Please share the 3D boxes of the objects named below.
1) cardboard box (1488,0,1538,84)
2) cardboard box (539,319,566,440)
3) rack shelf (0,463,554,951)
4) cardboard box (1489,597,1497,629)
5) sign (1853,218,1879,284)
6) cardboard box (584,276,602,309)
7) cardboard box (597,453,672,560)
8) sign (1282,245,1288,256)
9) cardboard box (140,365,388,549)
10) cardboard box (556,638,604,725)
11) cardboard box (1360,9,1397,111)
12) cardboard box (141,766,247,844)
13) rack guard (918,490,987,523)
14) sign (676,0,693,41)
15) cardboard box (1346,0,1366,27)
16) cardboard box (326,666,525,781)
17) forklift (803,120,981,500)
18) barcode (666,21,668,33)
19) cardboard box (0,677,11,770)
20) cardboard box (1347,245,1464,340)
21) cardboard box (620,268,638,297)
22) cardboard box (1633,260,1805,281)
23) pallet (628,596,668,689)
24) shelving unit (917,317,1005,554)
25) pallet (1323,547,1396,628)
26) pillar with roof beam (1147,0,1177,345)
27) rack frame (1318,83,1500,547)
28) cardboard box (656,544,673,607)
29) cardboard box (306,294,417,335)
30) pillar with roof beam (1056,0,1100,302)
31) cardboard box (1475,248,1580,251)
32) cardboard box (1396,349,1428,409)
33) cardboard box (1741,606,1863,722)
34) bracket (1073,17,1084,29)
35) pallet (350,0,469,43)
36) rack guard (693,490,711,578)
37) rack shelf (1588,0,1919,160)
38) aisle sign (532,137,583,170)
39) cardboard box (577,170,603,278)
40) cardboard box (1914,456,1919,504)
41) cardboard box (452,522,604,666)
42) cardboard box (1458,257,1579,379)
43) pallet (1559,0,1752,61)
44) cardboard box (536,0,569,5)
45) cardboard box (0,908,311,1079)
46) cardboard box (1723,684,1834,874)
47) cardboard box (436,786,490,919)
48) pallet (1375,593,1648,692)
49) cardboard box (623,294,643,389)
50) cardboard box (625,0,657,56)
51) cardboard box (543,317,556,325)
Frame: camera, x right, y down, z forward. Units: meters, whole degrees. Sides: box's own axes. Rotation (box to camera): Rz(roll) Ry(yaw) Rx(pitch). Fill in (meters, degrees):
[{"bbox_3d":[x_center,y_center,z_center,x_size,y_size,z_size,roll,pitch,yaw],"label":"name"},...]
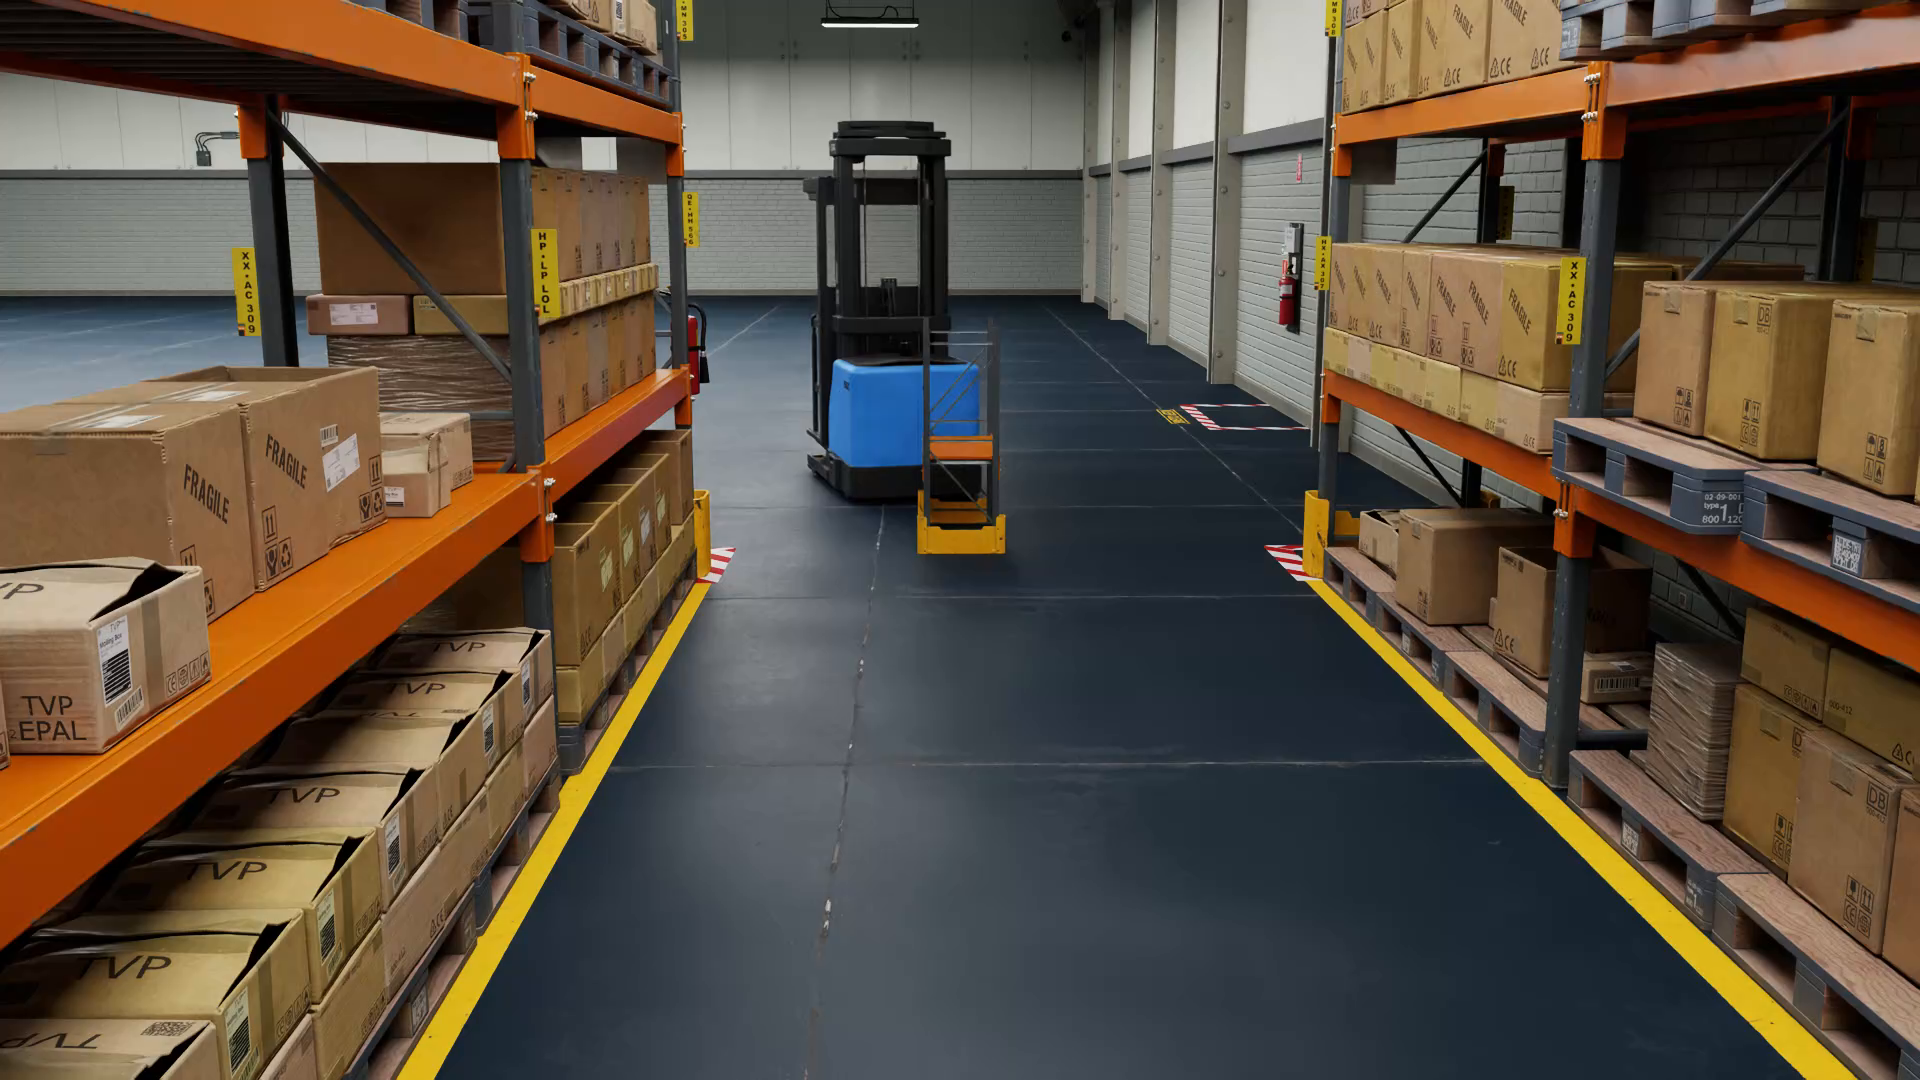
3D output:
[{"bbox_3d":[2.604,-2.213,7.078,0.500,0.500,0.500,-1,12,-6],"label":"cardboard box"},{"bbox_3d":[-2.126,-0.705,7.240,0.700,0.500,0.500,0,11,-2],"label":"cardboard box"},{"bbox_3d":[-2.052,0.287,4.410,1.077,0.370,4.000,0,11,-1],"label":"rack shelf"},{"bbox_3d":[2.846,0.379,8.210,0.380,0.149,0.250,-1,12,-6],"label":"cardboard box"},{"bbox_3d":[3.414,-1.055,6.302,0.100,0.325,0.005,0,11,-1],"label":"sign"},{"bbox_3d":[-1.941,-1.192,8.009,0.380,0.149,0.250,0,11,-2],"label":"cardboard box"},{"bbox_3d":[-1.832,-0.180,8.876,0.500,0.500,0.500,0,11,-1],"label":"cardboard box"},{"bbox_3d":[3.602,-3.215,18.438,0.001,0.109,0.331,0,11,-1],"label":"sign"},{"bbox_3d":[-2.083,-0.255,5.020,0.500,0.500,0.500,1,11,3],"label":"cardboard box"},{"bbox_3d":[-1.800,0.585,6.991,0.500,0.250,0.500,0,11,-1],"label":"cardboard box"},{"bbox_3d":[2.509,-2.634,9.152,0.500,0.500,0.500,1,11,3],"label":"cardboard box"},{"bbox_3d":[-2.301,0.792,4.558,0.500,0.311,0.500,0,11,0],"label":"cardboard box"},{"bbox_3d":[-0.012,-0.237,12.097,0.587,0.250,0.087,0,11,-1],"label":"rack guard"},{"bbox_3d":[-1.633,-3.123,9.837,0.100,0.325,0.005,0,11,-1],"label":"sign"},{"bbox_3d":[2.542,-3.221,9.530,0.500,0.500,0.500,-1,12,-5],"label":"cardboard box"},{"bbox_3d":[-1.781,0.586,5.574,0.500,0.311,0.500,0,11,0],"label":"cardboard box"},{"bbox_3d":[-0.700,-1.997,14.031,1.130,2.935,3.031,-3,12,-14],"label":"forklift"},{"bbox_3d":[-1.687,-2.955,9.576,0.001,0.075,0.075,0,11,-1],"label":"barcode"},{"bbox_3d":[-1.974,0.303,2.745,0.500,0.311,0.500,0,11,2],"label":"cardboard box"},{"bbox_3d":[2.486,-1.389,9.302,0.500,0.500,0.500,0,11,-1],"label":"cardboard box"},{"bbox_3d":[-1.962,-1.397,9.019,0.380,0.149,0.250,0,11,0],"label":"cardboard box"},{"bbox_3d":[3.058,-0.883,6.806,0.500,0.500,0.500,-1,11,-2],"label":"cardboard box"},{"bbox_3d":[-2.096,0.502,8.554,1.003,0.211,1.213,0,11,-1],"label":"pallet"},{"bbox_3d":[-0.002,-0.750,11.485,0.587,1.500,1.083,0,11,-1],"label":"shelving unit"},{"bbox_3d":[2.760,0.264,9.728,1.003,0.211,1.213,0,11,-1],"label":"pallet"},{"bbox_3d":[-1.020,-7.644,26.607,9.100,9.000,0.400,0,11,-1],"label":"pillar with roof beam"},{"bbox_3d":[2.777,-1.280,10.322,1.000,3.000,0.127,0,11,-1],"label":"rack frame"},{"bbox_3d":[-1.835,0.187,8.951,0.500,0.250,0.500,0,11,-1],"label":"cardboard box"},{"bbox_3d":[-2.313,-0.883,6.486,0.380,0.149,0.250,0,11,-1],"label":"cardboard box"},{"bbox_3d":[-1.268,-10.030,38.365,9.100,9.000,0.548,0,11,-1],"label":"pillar with roof beam"},{"bbox_3d":[3.014,-1.288,8.803,0.500,0.500,0.500,-1,11,-3],"label":"cardboard box"},{"bbox_3d":[2.507,-0.813,8.347,0.500,0.250,0.500,0,11,-1],"label":"cardboard box"},{"bbox_3d":[2.904,0.391,5.381,0.500,0.250,0.500,0,11,-2],"label":"cardboard box"},{"bbox_3d":[2.690,-11.728,37.680,0.235,0.232,0.430,0,11,-1],"label":"bracket"},{"bbox_3d":[-2.062,-1.664,5.155,0.805,0.209,1.217,-1,11,-3],"label":"pallet"},{"bbox_3d":[-2.176,-0.038,10.490,1.175,0.500,0.348,0,11,-1],"label":"rack guard"},{"bbox_3d":[2.901,-1.204,4.216,1.077,0.370,4.000,0,11,-1],"label":"rack shelf"},{"bbox_3d":[-2.484,-2.544,10.018,0.394,0.787,0.004,0,11,-1],"label":"aisle sign"},{"bbox_3d":[-2.140,-1.536,8.070,0.700,0.500,0.500,0,11,-1],"label":"cardboard box"},{"bbox_3d":[2.874,-0.295,4.110,0.700,0.500,0.500,0,11,-1],"label":"cardboard box"},{"bbox_3d":[-1.790,0.217,6.916,0.500,0.500,0.500,0,11,-1],"label":"cardboard box"},{"bbox_3d":[2.524,-0.980,7.287,0.500,0.500,0.500,0,11,-1],"label":"cardboard box"},{"bbox_3d":[2.766,-1.739,5.516,1.213,0.211,1.003,0,11,-1],"label":"pallet"},{"bbox_3d":[-1.840,-2.358,6.434,0.500,0.500,0.500,1,11,4],"label":"cardboard box"},{"bbox_3d":[-1.747,0.989,3.589,0.500,0.311,0.500,-1,11,-3],"label":"cardboard box"},{"bbox_3d":[2.952,0.774,5.381,0.700,0.500,0.500,0,11,-2],"label":"cardboard box"},{"bbox_3d":[-1.775,0.962,5.133,0.500,0.250,0.500,0,11,0],"label":"cardboard box"},{"bbox_3d":[2.782,0.506,8.536,1.003,0.211,1.213,0,11,-1],"label":"pallet"},{"bbox_3d":[-2.163,-1.110,9.236,0.700,0.500,0.500,0,11,0],"label":"cardboard box"},{"bbox_3d":[-1.889,-2.702,8.756,0.500,0.250,0.500,0,11,-1],"label":"cardboard box"},{"bbox_3d":[-1.918,-0.986,6.990,0.380,0.149,0.250,-1,11,-3],"label":"cardboard box"}]
